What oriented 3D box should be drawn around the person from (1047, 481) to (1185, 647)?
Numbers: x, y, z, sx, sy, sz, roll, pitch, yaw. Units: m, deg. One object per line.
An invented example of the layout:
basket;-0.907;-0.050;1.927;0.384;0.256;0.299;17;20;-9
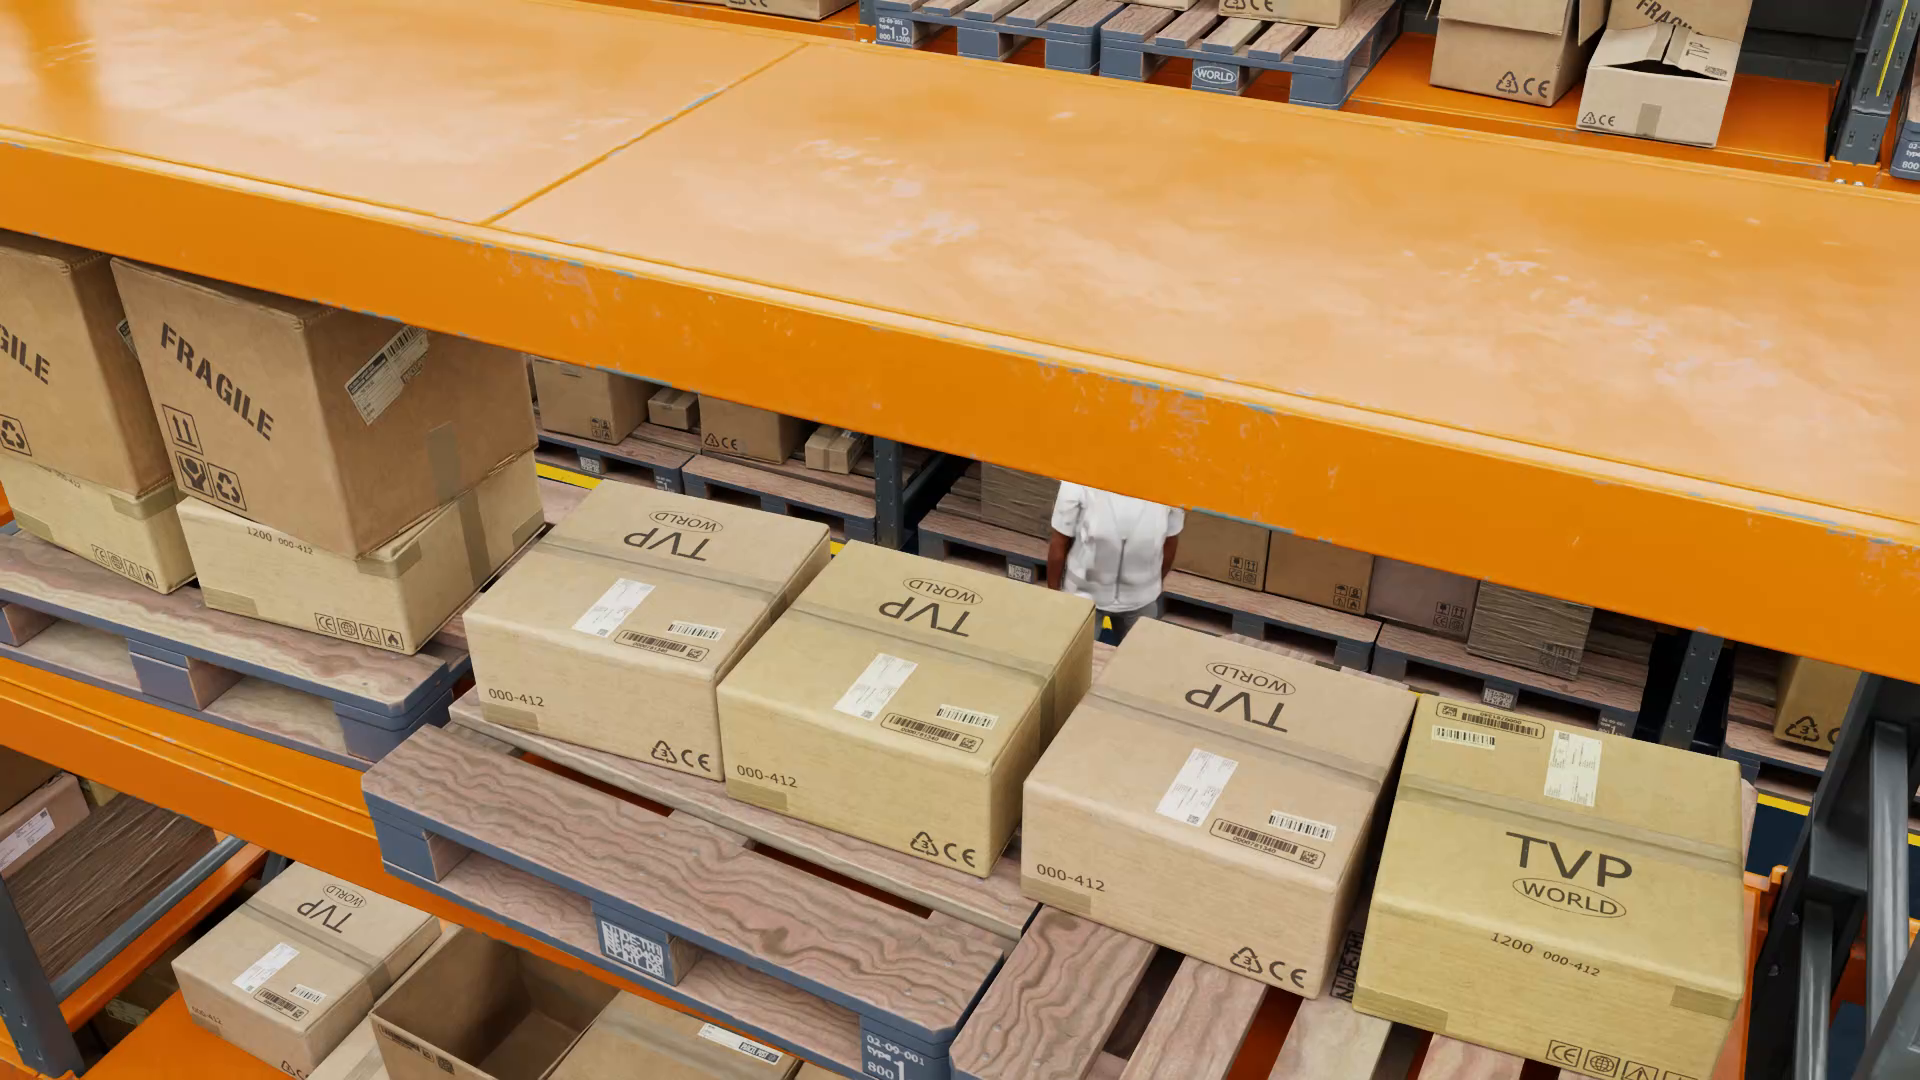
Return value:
person;0.639;0.224;7.064;0.606;1.767;0.371;-3;34;-5
